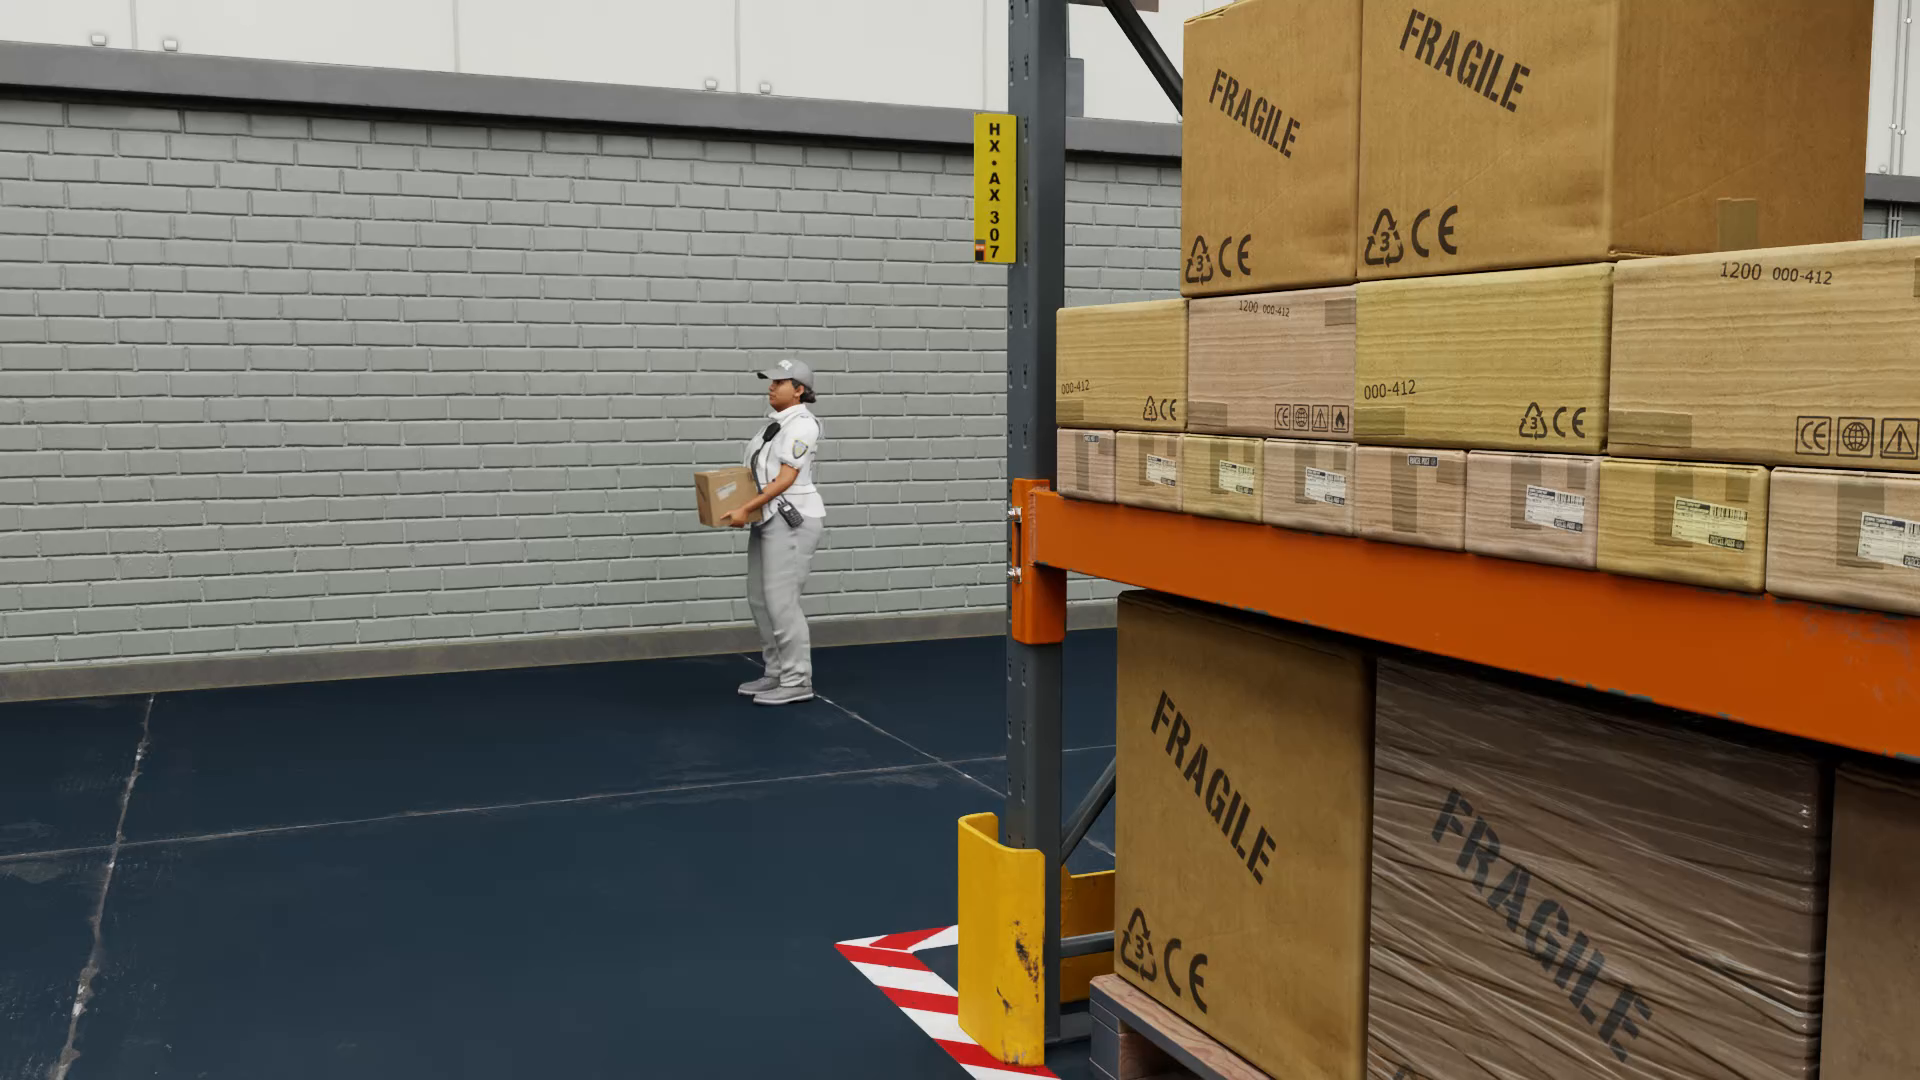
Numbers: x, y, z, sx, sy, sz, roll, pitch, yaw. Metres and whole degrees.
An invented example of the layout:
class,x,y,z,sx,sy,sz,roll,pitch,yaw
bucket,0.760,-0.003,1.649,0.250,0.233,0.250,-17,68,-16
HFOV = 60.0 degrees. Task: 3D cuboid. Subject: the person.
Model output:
class,x,y,z,sx,sy,sz,roll,pitch,yaw
person,-0.939,-0.048,8.036,0.521,1.653,0.453,-2,6,-24
